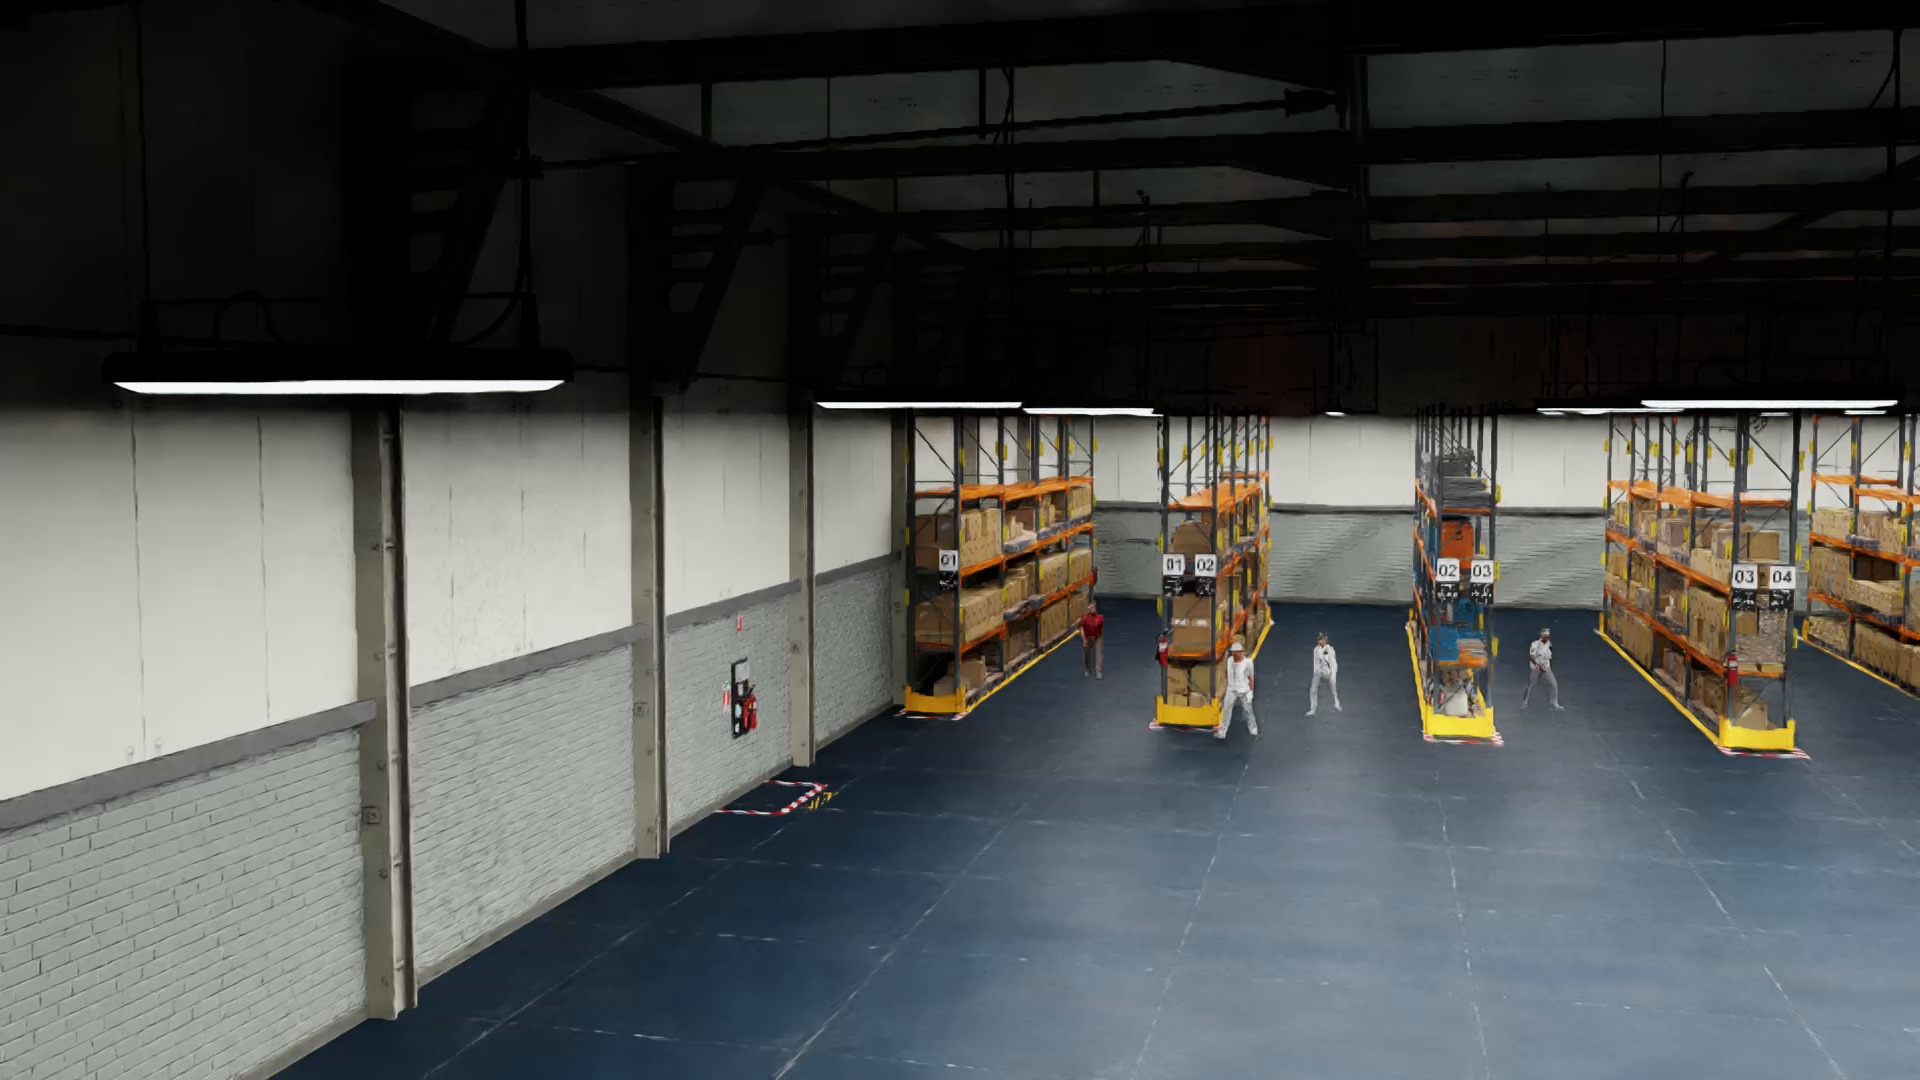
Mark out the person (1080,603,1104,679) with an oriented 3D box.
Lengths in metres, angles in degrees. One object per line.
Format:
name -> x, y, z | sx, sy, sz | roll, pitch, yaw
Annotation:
person -> 2.913, 2.205, 36.716 | 0.535, 1.659, 1.036 | 0, 4, 5

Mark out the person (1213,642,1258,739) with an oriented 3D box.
person -> 4.976, 2.686, 29.799 | 0.610, 1.739, 0.962 | 3, 5, 38

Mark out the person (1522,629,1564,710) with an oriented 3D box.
person -> 11.469, 2.525, 32.791 | 0.626, 1.610, 0.800 | 0, 4, -5

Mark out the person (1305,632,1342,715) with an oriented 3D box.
person -> 7.067, 2.570, 32.185 | 0.521, 1.614, 0.942 | 3, 5, 35
